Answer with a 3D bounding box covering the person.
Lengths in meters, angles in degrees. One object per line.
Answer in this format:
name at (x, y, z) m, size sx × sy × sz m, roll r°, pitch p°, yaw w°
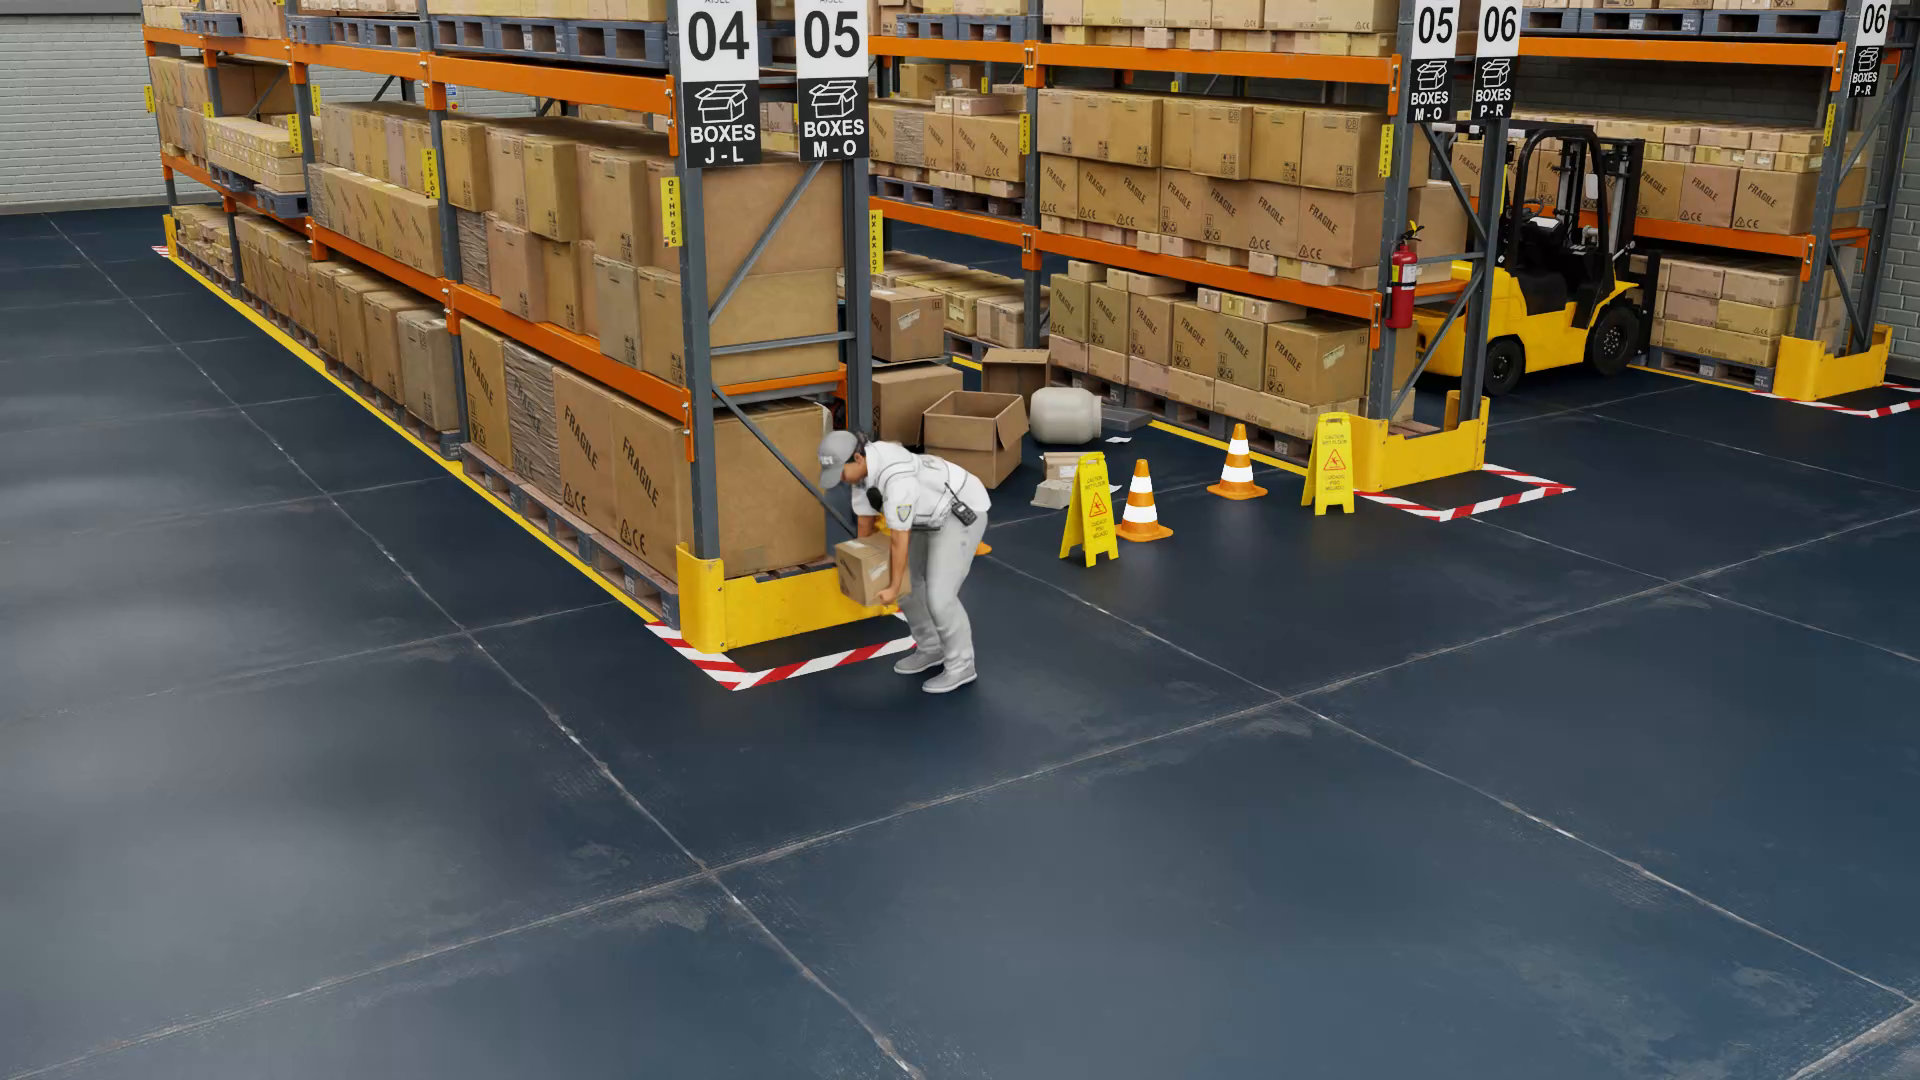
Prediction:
person at (-0.276, 0.078, 7.877) m, size 0.875 × 1.323 × 0.459 m, roll -12°, pitch 22°, yaw -32°
